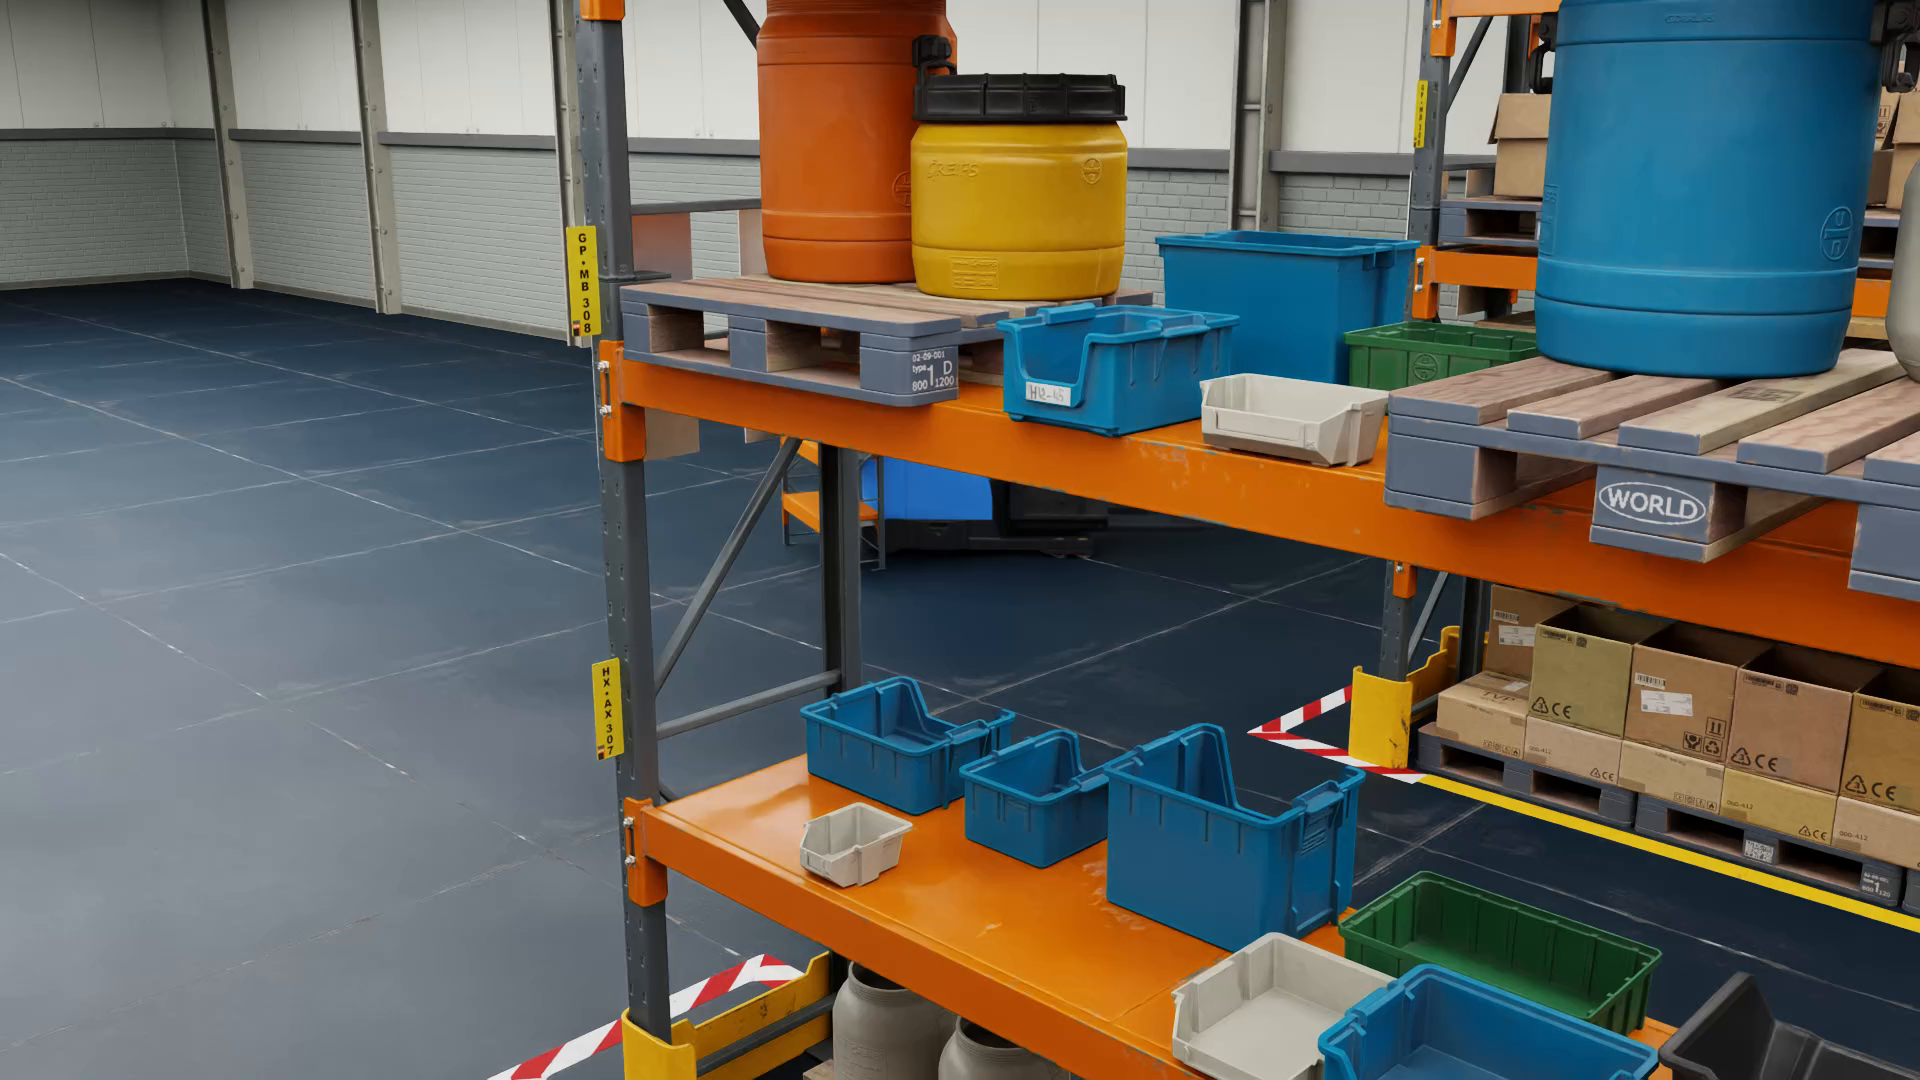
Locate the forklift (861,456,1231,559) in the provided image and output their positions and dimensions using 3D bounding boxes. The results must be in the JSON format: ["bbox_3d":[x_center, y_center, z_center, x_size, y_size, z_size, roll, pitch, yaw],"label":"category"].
[{"bbox_3d":[0.729,-1.403,13.504,3.031,2.935,1.130,1,15,2],"label":"forklift"}]

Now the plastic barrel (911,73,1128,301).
[{"bbox_3d":[0.163,-0.990,4.628,0.600,0.588,0.600,0,15,0],"label":"plastic barrel"}]

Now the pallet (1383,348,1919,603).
[{"bbox_3d":[1.547,-0.189,3.136,1.003,0.211,1.213,14,20,42],"label":"pallet"}]

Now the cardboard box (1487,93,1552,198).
[{"bbox_3d":[3.106,-1.990,8.358,0.797,0.503,0.637,-13,19,-40],"label":"cardboard box"}]

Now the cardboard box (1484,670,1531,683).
[{"bbox_3d":[3.286,0.848,9.348,0.500,0.250,0.500,14,20,42],"label":"cardboard box"}]

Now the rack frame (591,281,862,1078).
[{"bbox_3d":[-0.746,0.579,5.760,0.127,3.000,1.000,14,20,42],"label":"rack frame"}]

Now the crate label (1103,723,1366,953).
[{"bbox_3d":[0.767,0.835,4.708,0.616,0.435,0.502,14,20,42],"label":"crate label"}]

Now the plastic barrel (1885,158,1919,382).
[{"bbox_3d":[1.960,-0.541,3.054,0.421,0.512,0.421,0,15,0],"label":"plastic barrel"}]

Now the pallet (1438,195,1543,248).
[{"bbox_3d":[3.186,-1.600,8.348,1.213,0.211,1.003,14,20,42],"label":"pallet"}]

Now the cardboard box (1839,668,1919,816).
[{"bbox_3d":[4.375,0.927,7.557,0.500,0.500,0.500,14,20,42],"label":"cardboard box"}]

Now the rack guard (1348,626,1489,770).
[{"bbox_3d":[2.678,0.886,9.540,0.348,0.500,1.175,14,20,42],"label":"rack guard"}]

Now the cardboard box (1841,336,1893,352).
[{"bbox_3d":[4.167,-0.635,7.650,0.500,0.500,0.700,14,20,42],"label":"cardboard box"}]

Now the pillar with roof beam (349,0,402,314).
[{"bbox_3d":[-13.030,-7.576,25.159,0.400,9.000,9.100,14,20,42],"label":"pillar with roof beam"}]

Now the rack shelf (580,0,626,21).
[{"bbox_3d":[0.694,-1.432,3.802,4.000,0.370,1.077,14,20,42],"label":"rack shelf"}]

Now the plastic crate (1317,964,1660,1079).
[{"bbox_3d":[1.149,1.207,3.647,0.616,0.251,0.499,14,20,42],"label":"plastic crate"}]

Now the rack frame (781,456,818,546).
[{"bbox_3d":[-1.231,-0.527,13.725,0.500,1.125,0.032,-6,16,-23],"label":"rack frame"}]

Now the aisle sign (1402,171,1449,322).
[{"bbox_3d":[2.435,-1.533,8.711,0.004,0.787,0.394,14,20,42],"label":"aisle sign"}]

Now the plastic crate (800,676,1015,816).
[{"bbox_3d":[-0.178,0.684,5.651,0.616,0.251,0.499,14,20,42],"label":"plastic crate"}]

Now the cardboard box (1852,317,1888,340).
[{"bbox_3d":[6.615,-1.293,11.715,0.500,0.500,0.500,14,20,42],"label":"cardboard box"}]

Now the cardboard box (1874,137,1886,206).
[{"bbox_3d":[6.560,-2.524,11.484,0.500,0.500,0.500,-13,19,-41],"label":"cardboard box"}]

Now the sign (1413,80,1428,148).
[{"bbox_3d":[2.306,-2.132,8.327,0.005,0.325,0.100,14,20,42],"label":"sign"}]

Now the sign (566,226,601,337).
[{"bbox_3d":[-1.131,-0.778,5.001,0.005,0.325,0.100,14,20,42],"label":"sign"}]

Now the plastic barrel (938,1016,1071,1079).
[{"bbox_3d":[0.142,1.769,5.296,0.421,0.512,0.421,0,15,0],"label":"plastic barrel"}]

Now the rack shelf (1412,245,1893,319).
[{"bbox_3d":[4.135,-1.073,7.578,4.000,0.370,1.077,14,20,42],"label":"rack shelf"}]

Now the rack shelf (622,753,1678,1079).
[{"bbox_3d":[0.694,1.277,4.508,4.000,0.370,1.077,14,20,42],"label":"rack shelf"}]

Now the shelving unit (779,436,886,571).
[{"bbox_3d":[-1.027,-0.410,13.274,0.538,1.125,1.048,-6,16,-23],"label":"shelving unit"}]

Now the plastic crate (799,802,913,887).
[{"bbox_3d":[-0.325,0.922,4.968,0.250,0.136,0.298,14,20,42],"label":"plastic crate"}]

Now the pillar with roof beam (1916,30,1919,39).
[{"bbox_3d":[4.247,-3.375,9.039,0.400,9.000,9.100,14,20,42],"label":"pillar with roof beam"}]

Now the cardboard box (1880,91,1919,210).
[{"bbox_3d":[4.477,-1.703,7.254,0.797,0.503,0.637,-12,19,-38],"label":"cardboard box"}]

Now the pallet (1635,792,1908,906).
[{"bbox_3d":[4.149,1.370,8.256,1.213,0.211,1.003,14,20,42],"label":"pallet"}]

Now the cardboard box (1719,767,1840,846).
[{"bbox_3d":[4.005,1.205,7.978,0.500,0.250,0.500,14,20,42],"label":"cardboard box"}]

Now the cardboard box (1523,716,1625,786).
[{"bbox_3d":[3.289,1.029,8.654,0.500,0.250,0.500,14,20,42],"label":"cardboard box"}]

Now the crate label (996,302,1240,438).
[{"bbox_3d":[0.372,-0.413,3.913,0.408,0.251,0.502,14,20,42],"label":"crate label"}]

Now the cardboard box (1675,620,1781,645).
[{"bbox_3d":[4.018,0.657,8.593,0.500,0.500,0.500,14,20,42],"label":"cardboard box"}]

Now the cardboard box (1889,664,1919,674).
[{"bbox_3d":[4.738,0.832,7.922,0.500,0.500,0.500,14,20,42],"label":"cardboard box"}]

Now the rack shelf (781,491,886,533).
[{"bbox_3d":[-1.027,-0.173,13.336,0.538,0.278,1.000,-6,16,-23],"label":"rack shelf"}]

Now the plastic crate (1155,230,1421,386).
[{"bbox_3d":[0.836,-0.586,4.313,0.575,0.384,0.392,14,20,42],"label":"plastic crate"}]

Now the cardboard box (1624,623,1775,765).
[{"bbox_3d":[3.657,0.752,8.231,0.500,0.500,0.500,14,20,42],"label":"cardboard box"}]

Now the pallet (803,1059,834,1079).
[{"bbox_3d":[-0.077,2.076,5.544,1.213,0.211,1.003,14,20,42],"label":"pallet"}]

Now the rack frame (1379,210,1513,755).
[{"bbox_3d":[2.695,-0.319,9.208,0.127,3.000,1.000,14,20,42],"label":"rack frame"}]

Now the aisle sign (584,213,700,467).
[{"bbox_3d":[-1.001,-0.638,5.277,0.004,0.787,0.394,14,20,42],"label":"aisle sign"}]
